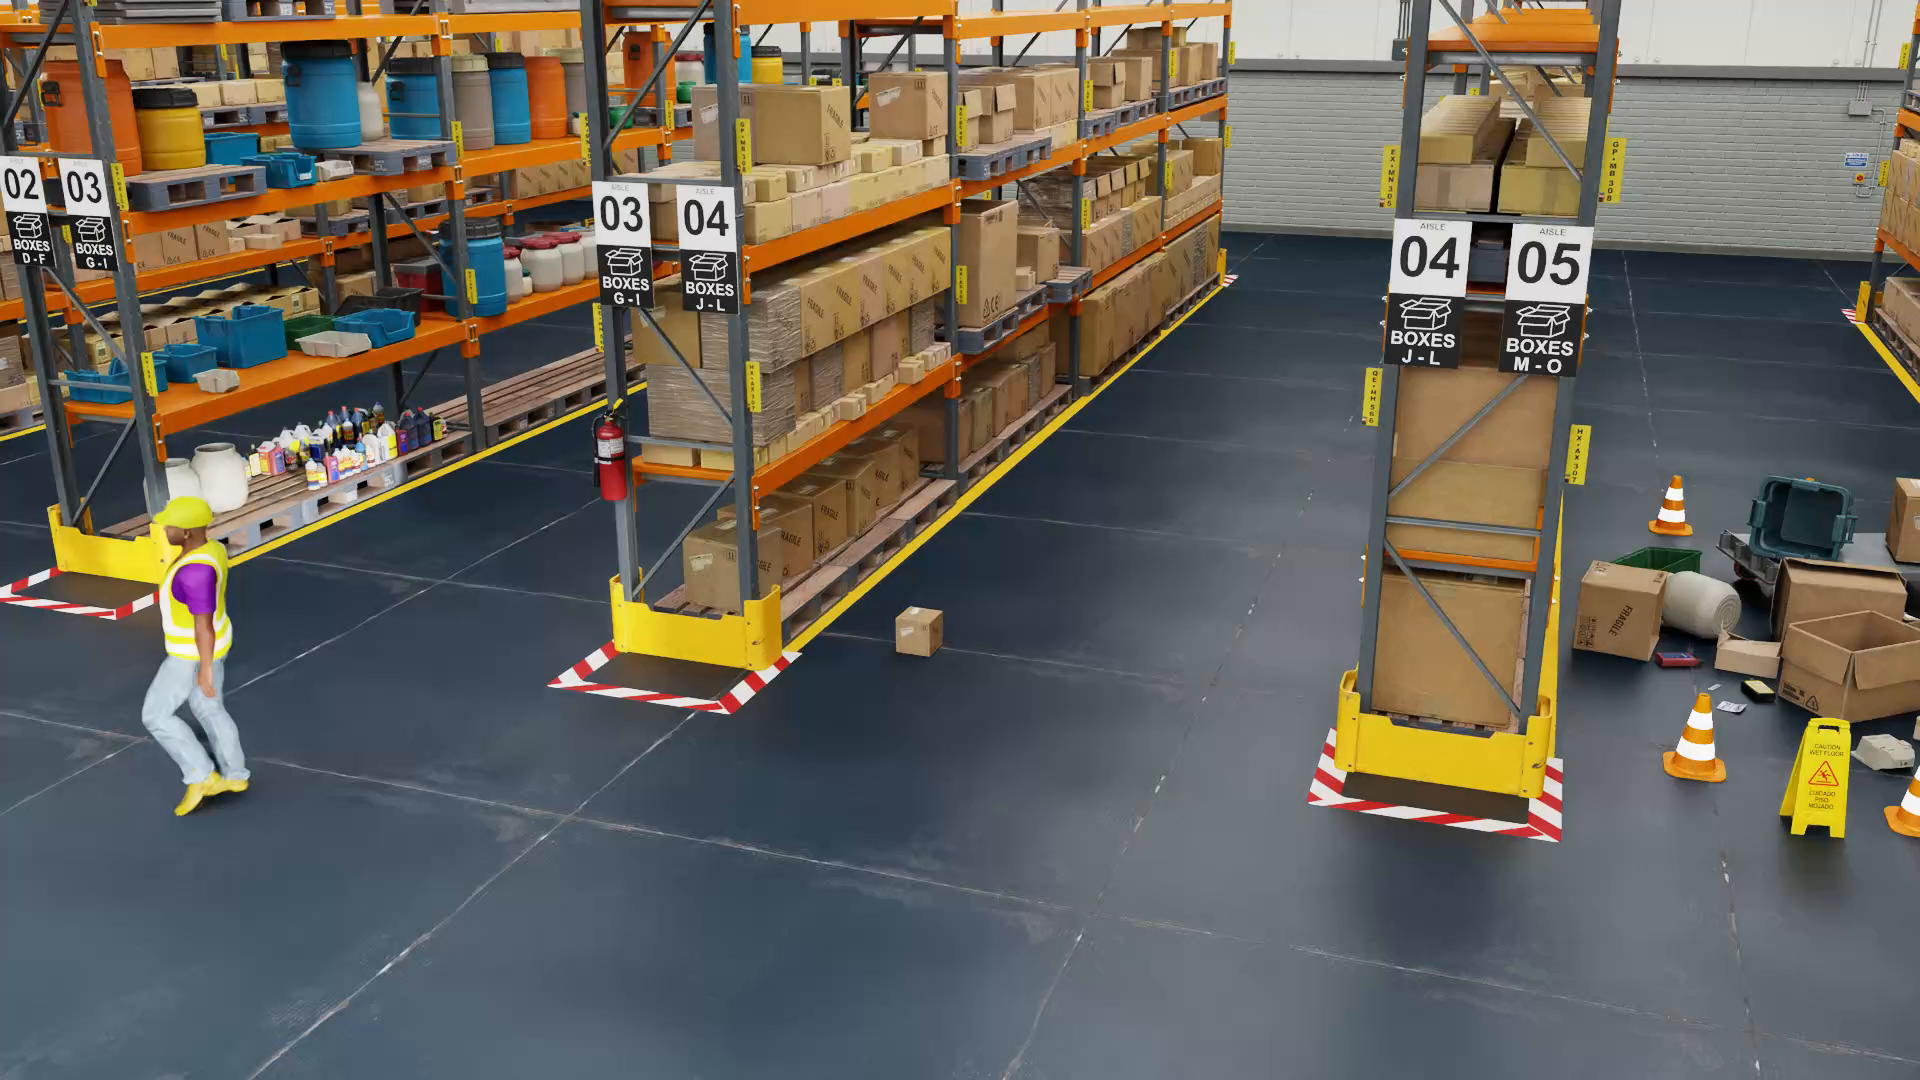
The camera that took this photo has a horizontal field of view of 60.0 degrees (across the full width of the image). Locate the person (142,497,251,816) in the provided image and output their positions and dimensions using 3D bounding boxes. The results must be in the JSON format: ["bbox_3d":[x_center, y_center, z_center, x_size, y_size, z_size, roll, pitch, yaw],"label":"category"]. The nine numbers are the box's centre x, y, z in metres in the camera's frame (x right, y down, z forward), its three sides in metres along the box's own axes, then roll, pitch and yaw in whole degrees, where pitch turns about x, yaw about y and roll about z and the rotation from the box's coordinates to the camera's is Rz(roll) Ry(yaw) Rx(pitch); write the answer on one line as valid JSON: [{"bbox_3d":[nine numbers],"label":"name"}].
[{"bbox_3d":[-4.245,0.620,9.169,0.513,1.790,0.626,-4,19,-11],"label":"person"}]
